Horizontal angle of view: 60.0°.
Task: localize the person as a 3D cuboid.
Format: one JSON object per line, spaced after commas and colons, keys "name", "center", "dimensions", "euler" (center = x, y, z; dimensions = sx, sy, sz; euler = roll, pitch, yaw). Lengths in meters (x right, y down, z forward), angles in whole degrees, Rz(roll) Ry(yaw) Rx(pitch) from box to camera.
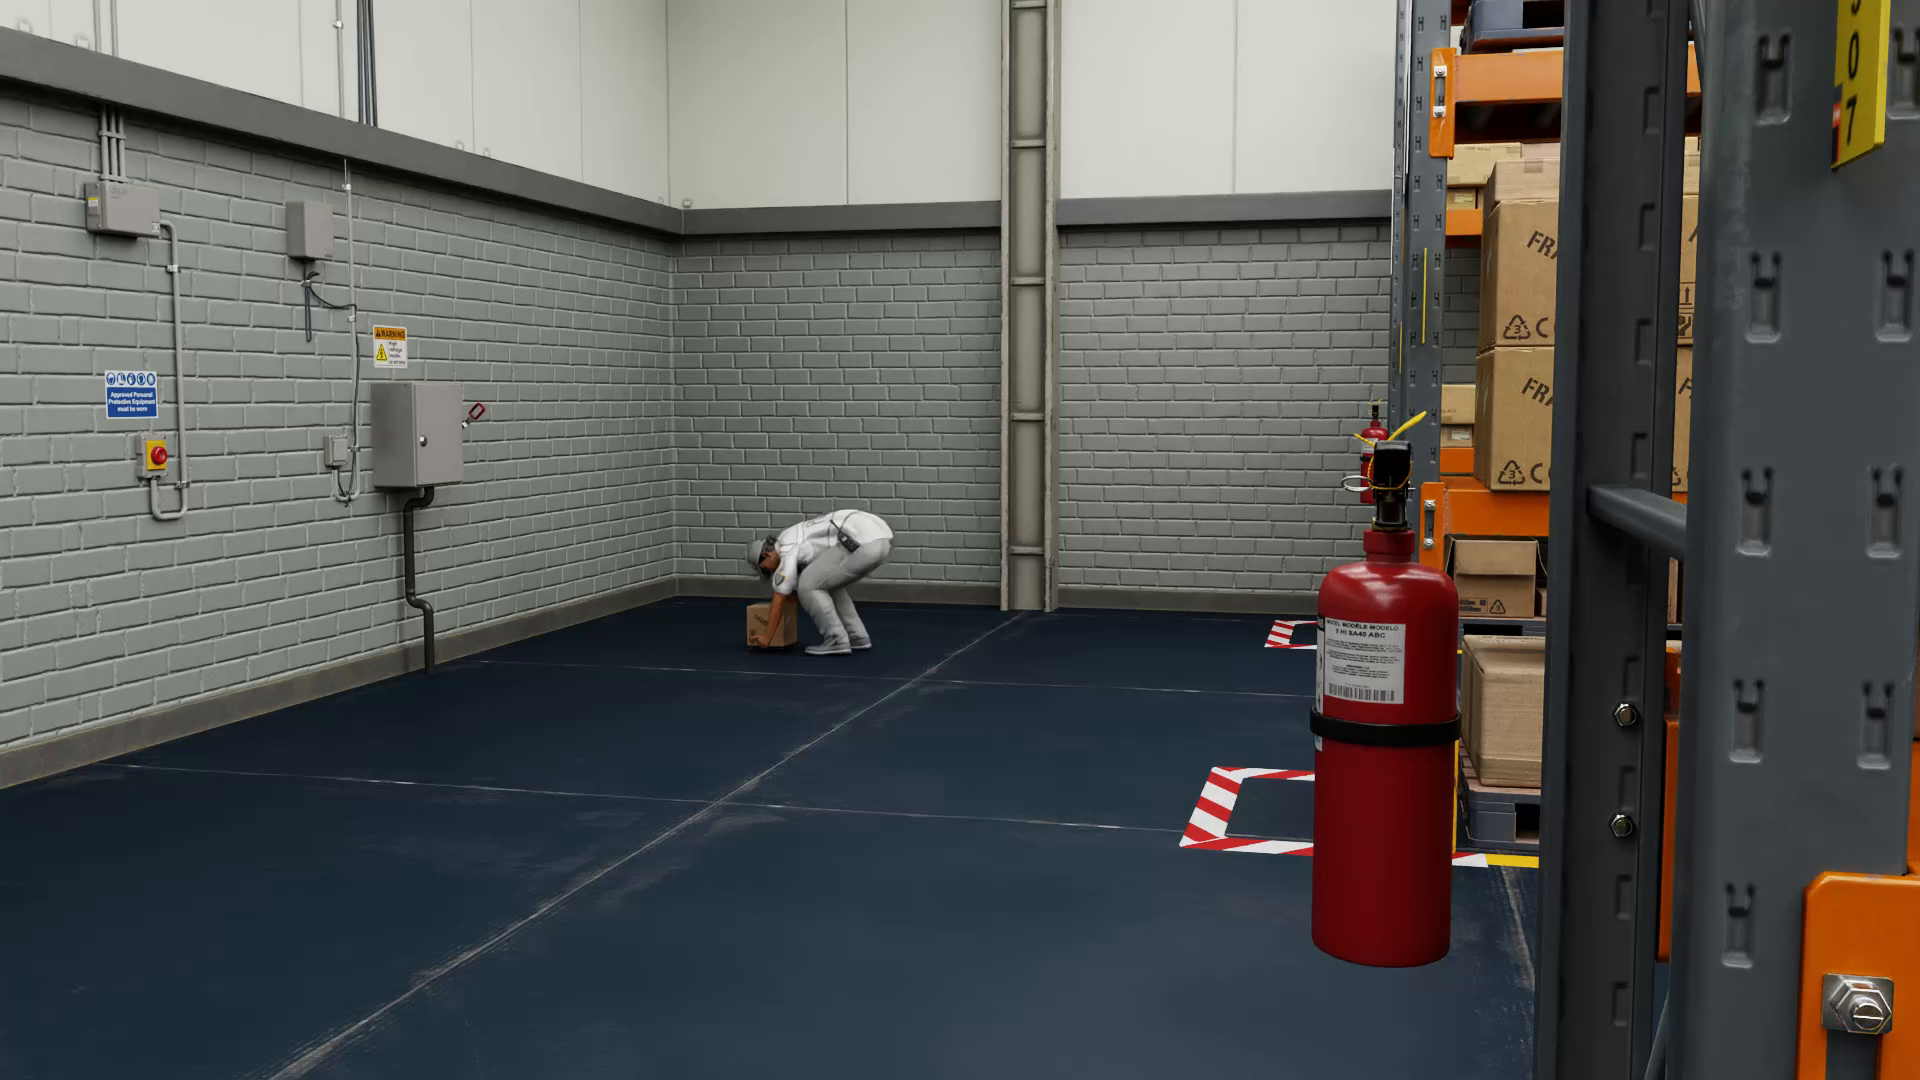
{"name": "person", "center": [-0.901, 0.263, 10.597], "dimensions": [0.935, 0.914, 0.504], "euler": [1, 5, 11]}
